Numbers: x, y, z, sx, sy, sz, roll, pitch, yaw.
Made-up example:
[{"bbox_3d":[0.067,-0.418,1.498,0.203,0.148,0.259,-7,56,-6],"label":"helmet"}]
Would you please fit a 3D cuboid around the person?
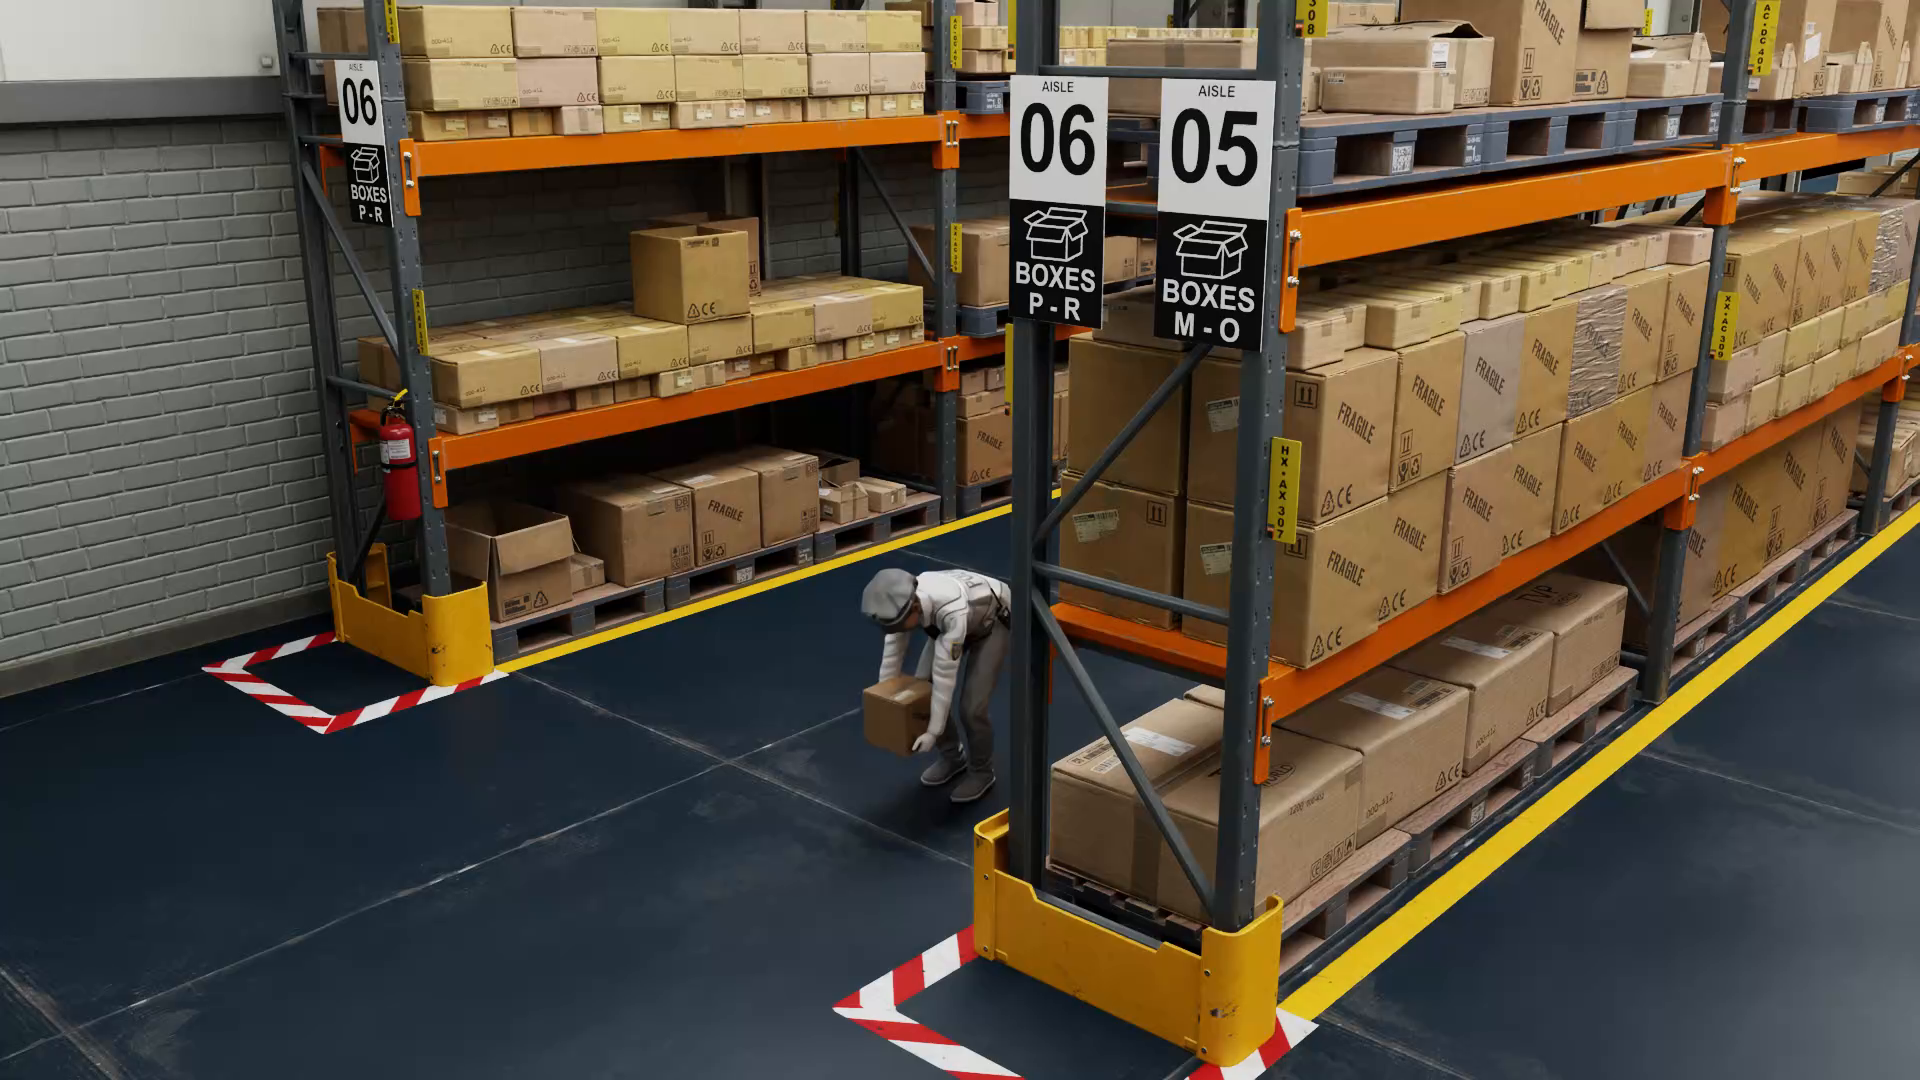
[{"bbox_3d":[-0.102,0.594,7.375,0.431,1.217,0.902,13,21,35],"label":"person"}]
